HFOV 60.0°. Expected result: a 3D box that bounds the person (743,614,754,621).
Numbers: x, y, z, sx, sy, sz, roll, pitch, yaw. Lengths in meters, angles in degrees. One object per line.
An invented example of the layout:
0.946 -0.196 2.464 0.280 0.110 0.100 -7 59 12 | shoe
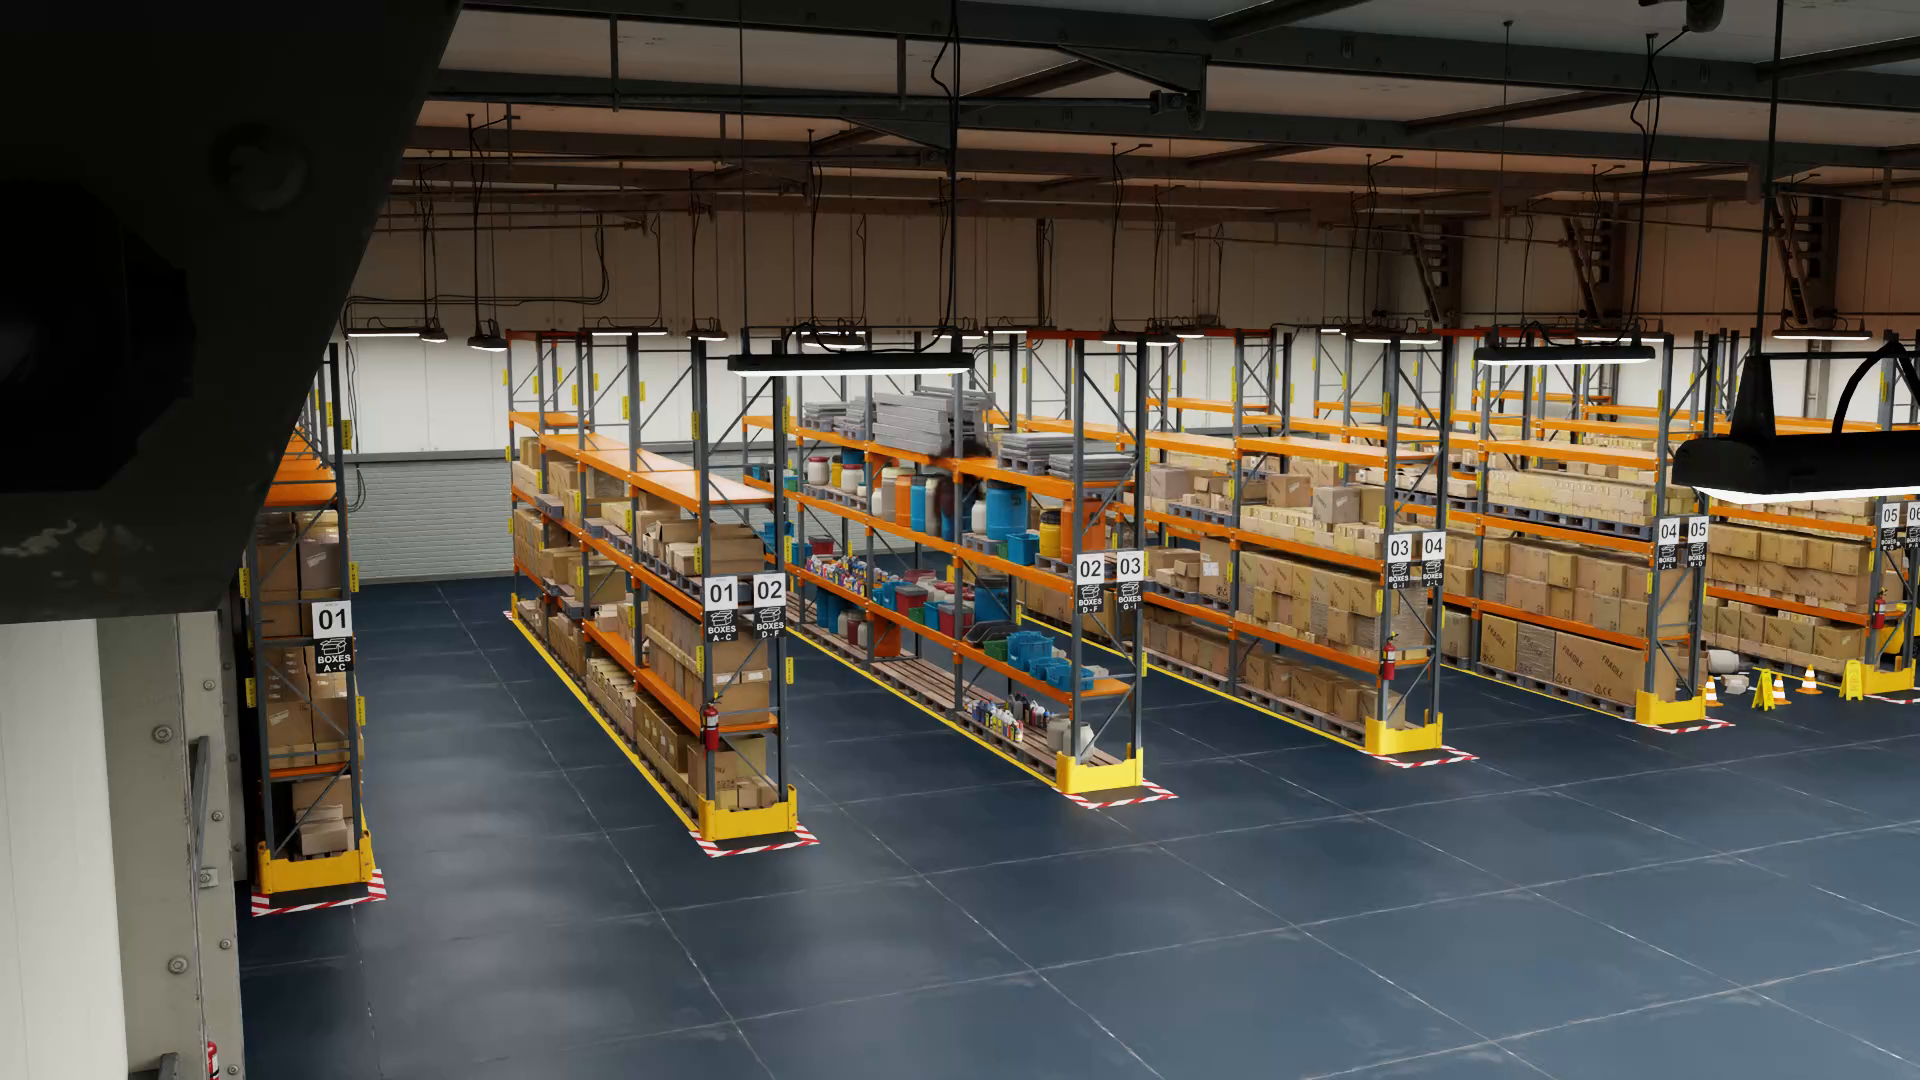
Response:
-3.785 1.445 29.565 0.522 1.796 0.573 -1 8 -7 | person
